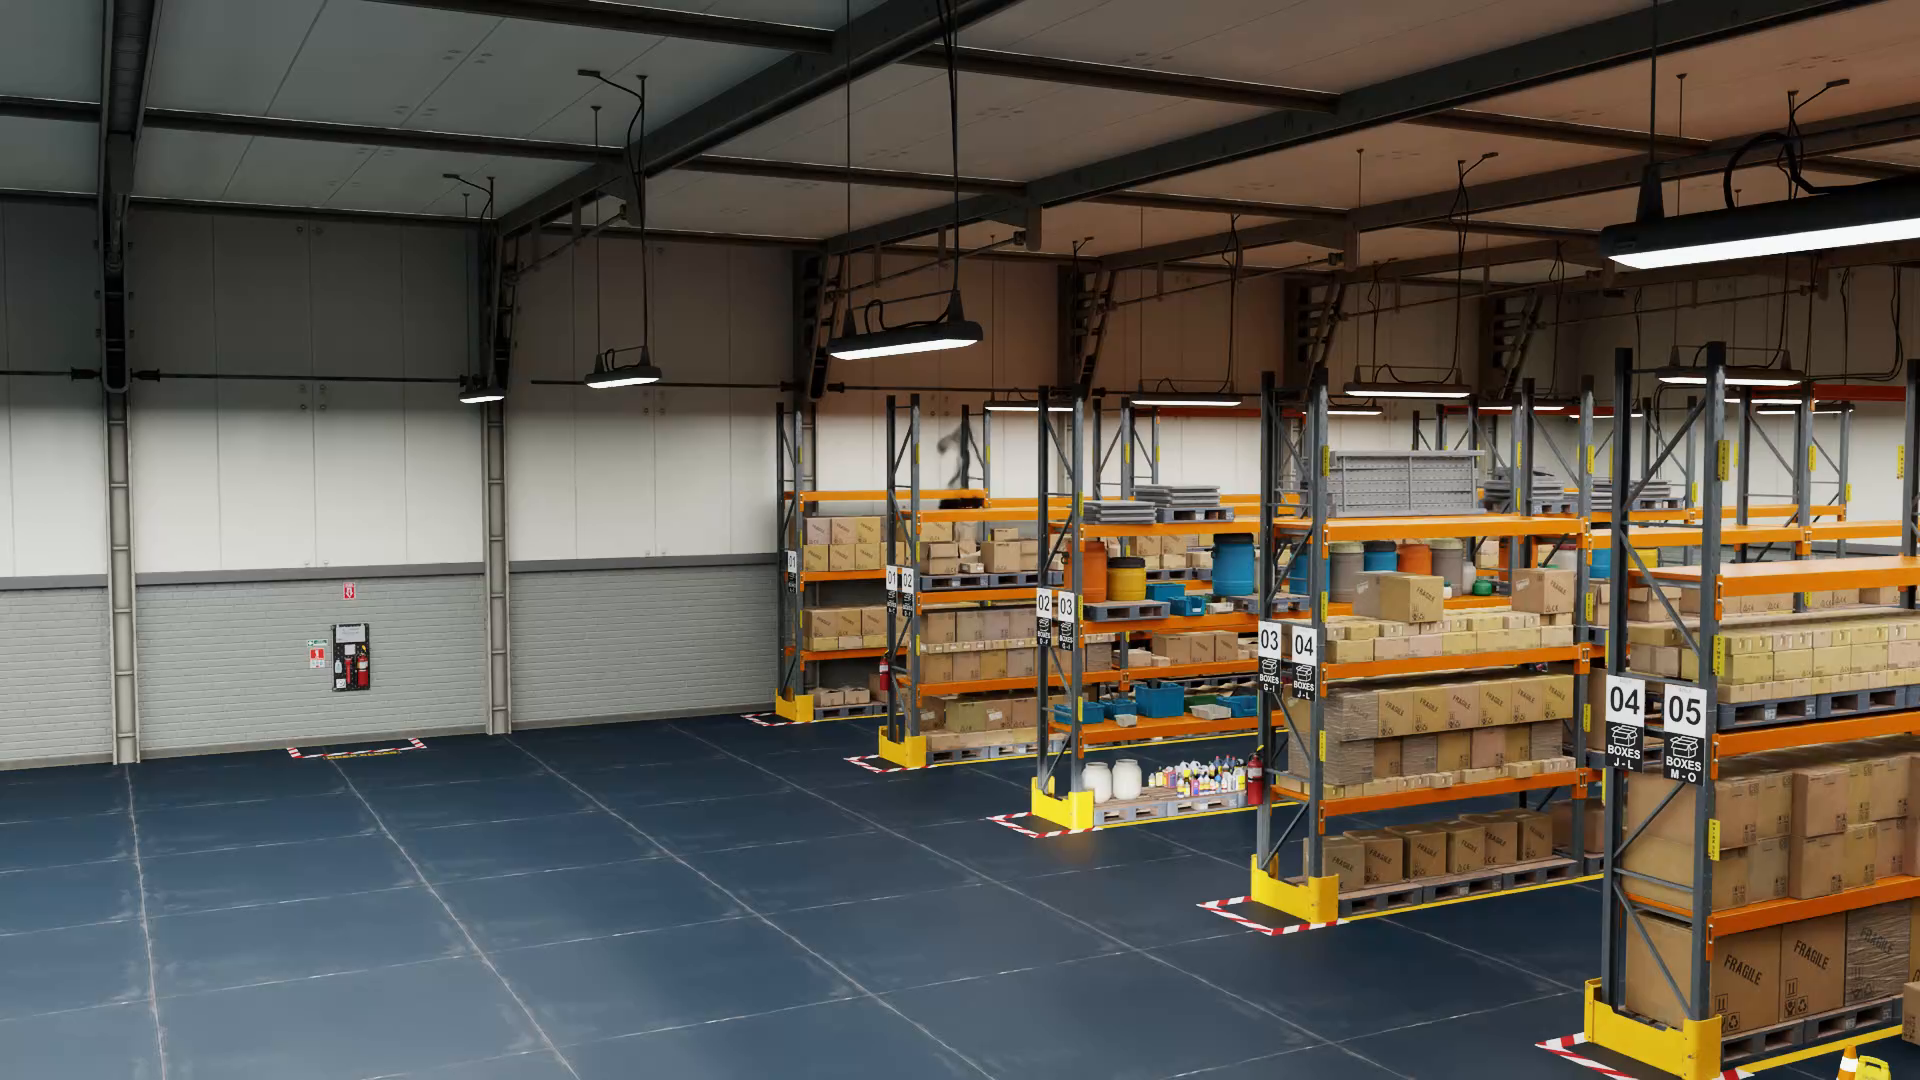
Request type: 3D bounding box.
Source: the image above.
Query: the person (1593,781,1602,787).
[{"bbox_3d":[10.087,2.910,25.436,0.974,1.707,0.722,-3,4,-38],"label":"person"}]
